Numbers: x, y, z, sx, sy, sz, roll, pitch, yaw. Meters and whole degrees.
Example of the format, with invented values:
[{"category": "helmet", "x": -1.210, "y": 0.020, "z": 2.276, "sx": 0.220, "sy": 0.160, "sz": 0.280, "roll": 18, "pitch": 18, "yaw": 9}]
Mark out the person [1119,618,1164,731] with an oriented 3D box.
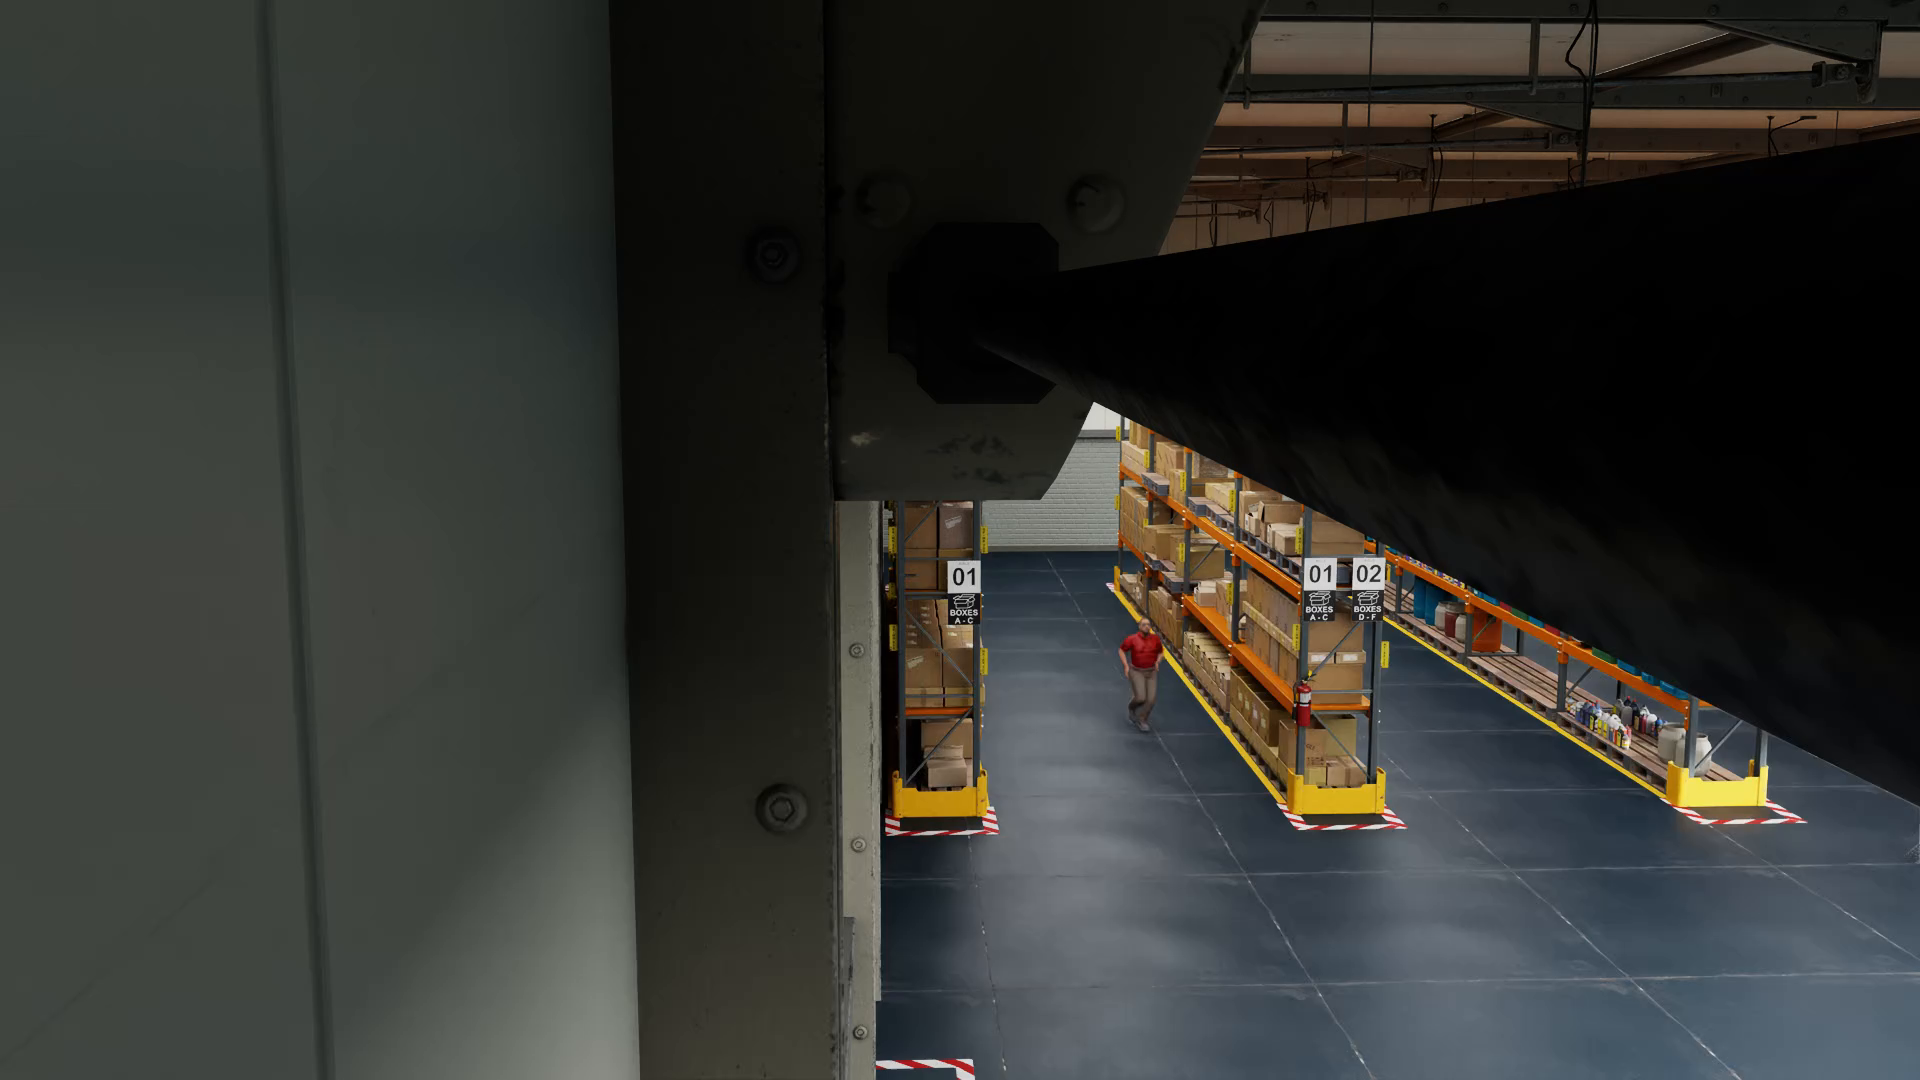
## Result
[{"category": "person", "x": 2.711, "y": 1.985, "z": 24.501, "sx": 0.651, "sy": 1.682, "sz": 0.591, "roll": -2, "pitch": 8, "yaw": -12}]
